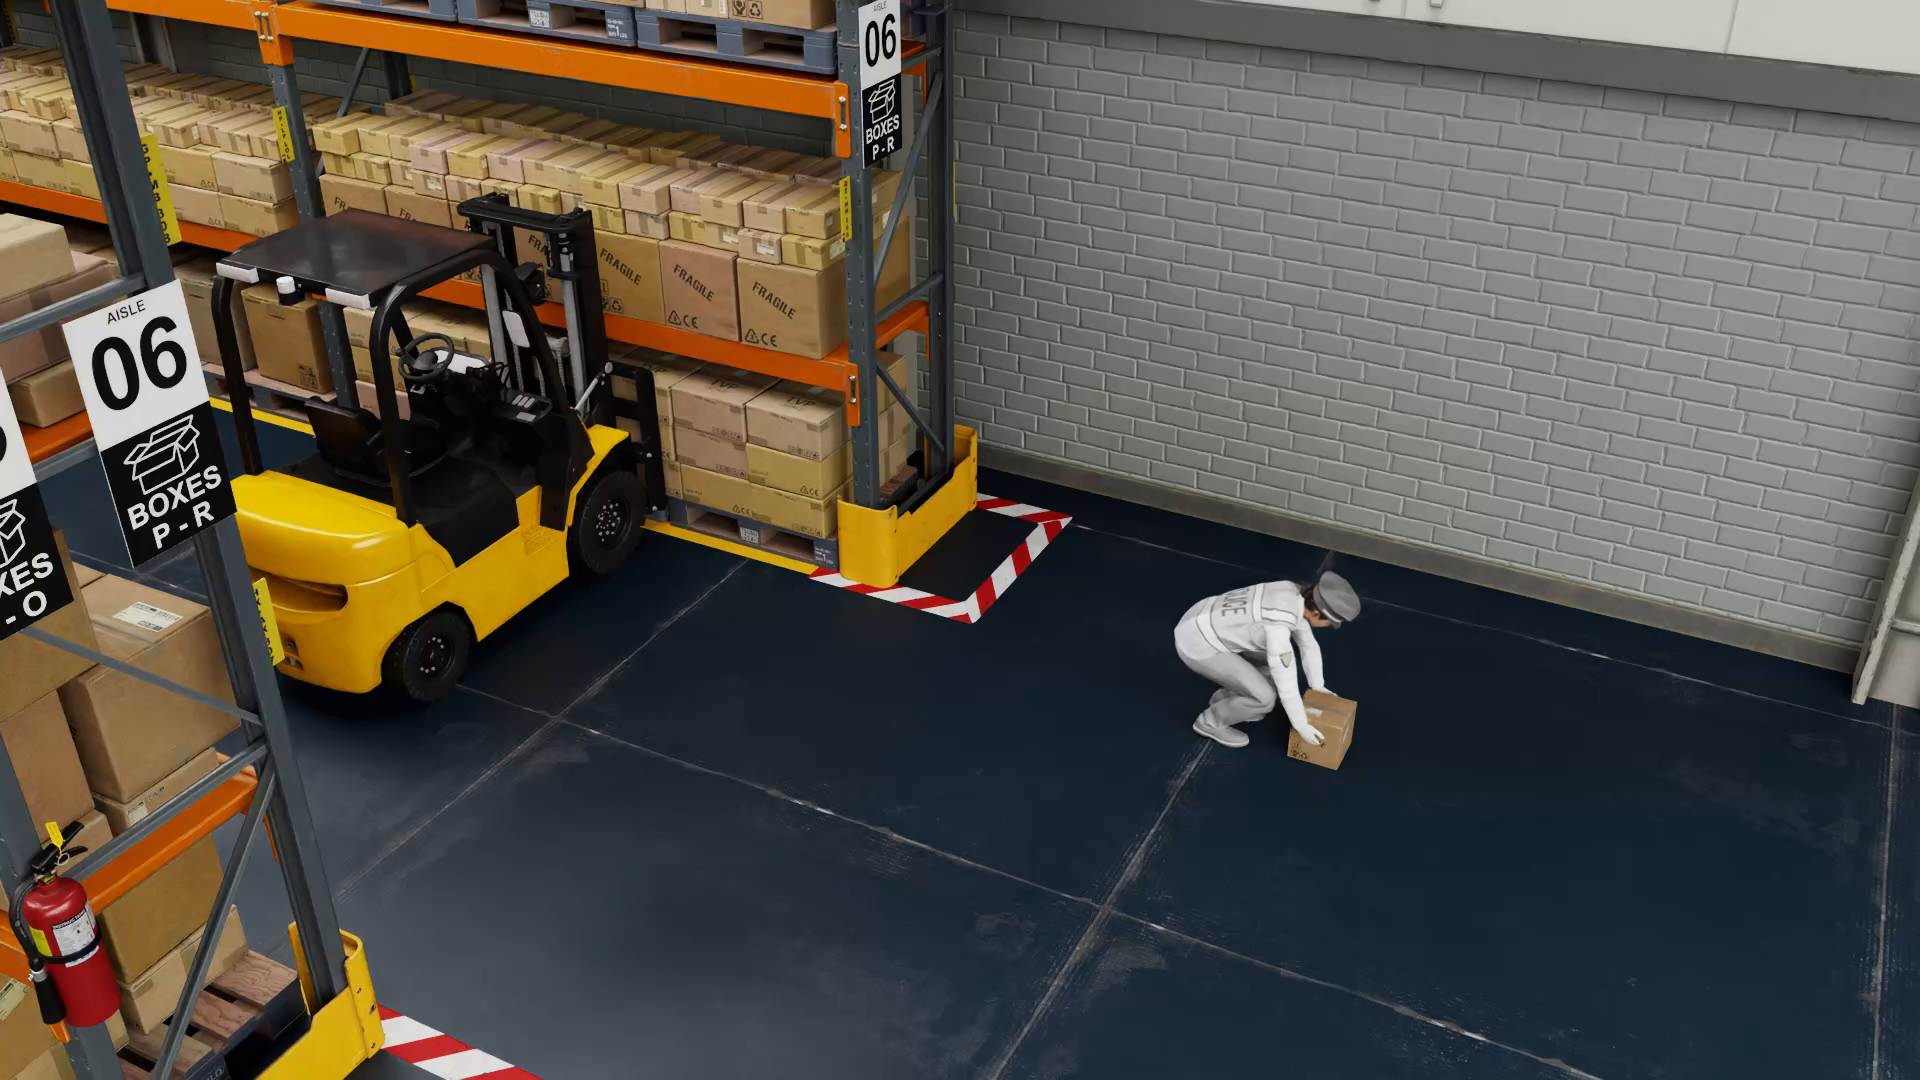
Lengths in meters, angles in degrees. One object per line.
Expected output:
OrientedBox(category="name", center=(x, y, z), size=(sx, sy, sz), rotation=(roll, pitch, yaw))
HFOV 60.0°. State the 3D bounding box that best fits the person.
OrientedBox(category="person", center=(1.476, 0.539, 8.079), size=(0.850, 0.946, 0.492), rotation=(14, 33, 23))
